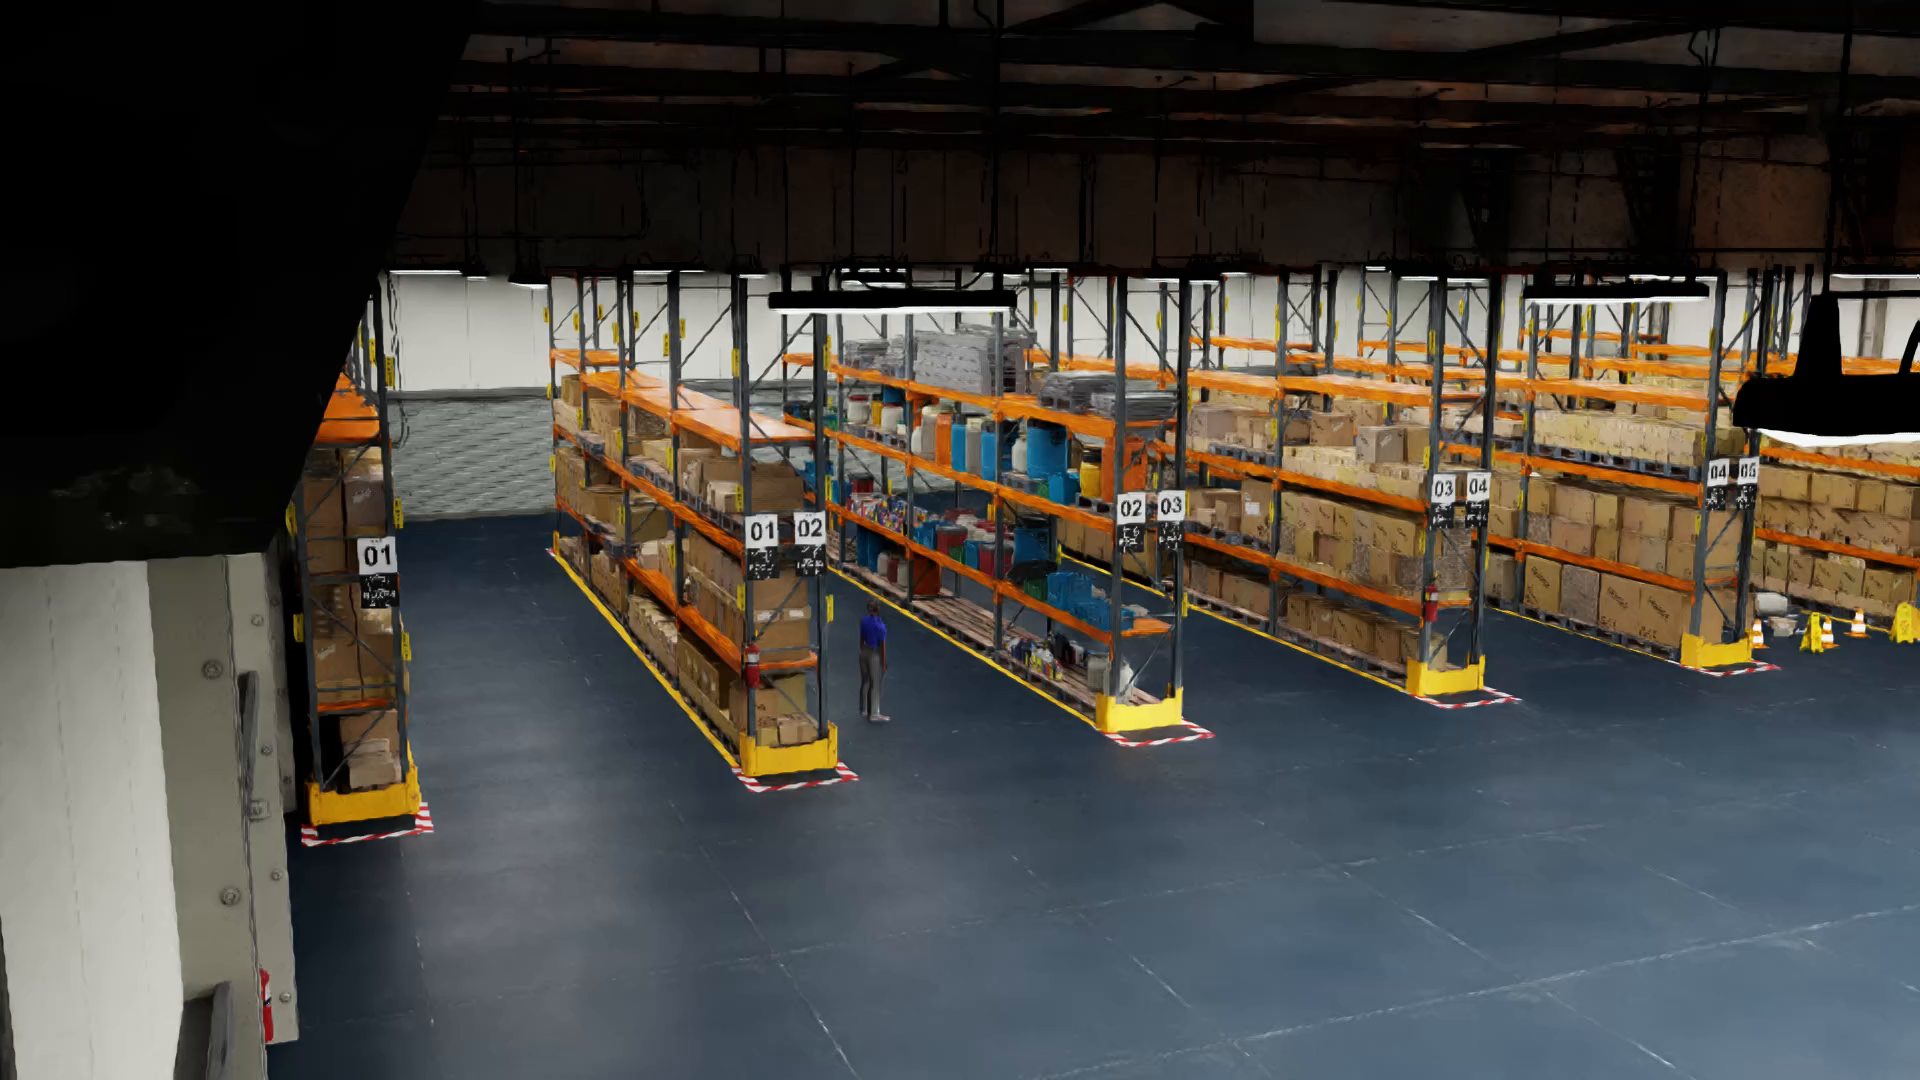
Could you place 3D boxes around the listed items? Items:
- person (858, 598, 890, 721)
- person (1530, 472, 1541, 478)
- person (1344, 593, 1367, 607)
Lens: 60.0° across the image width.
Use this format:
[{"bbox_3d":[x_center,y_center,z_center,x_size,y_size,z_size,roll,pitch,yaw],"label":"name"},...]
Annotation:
[{"bbox_3d":[-1.176,1.602,22.587,0.375,1.662,0.570,-9,14,-43],"label":"person"},{"bbox_3d":[11.831,-0.520,34.431,0.586,1.768,0.639,0,10,2],"label":"person"},{"bbox_3d":[6.867,0.553,28.521,0.702,1.735,0.549,-4,11,-24],"label":"person"}]
